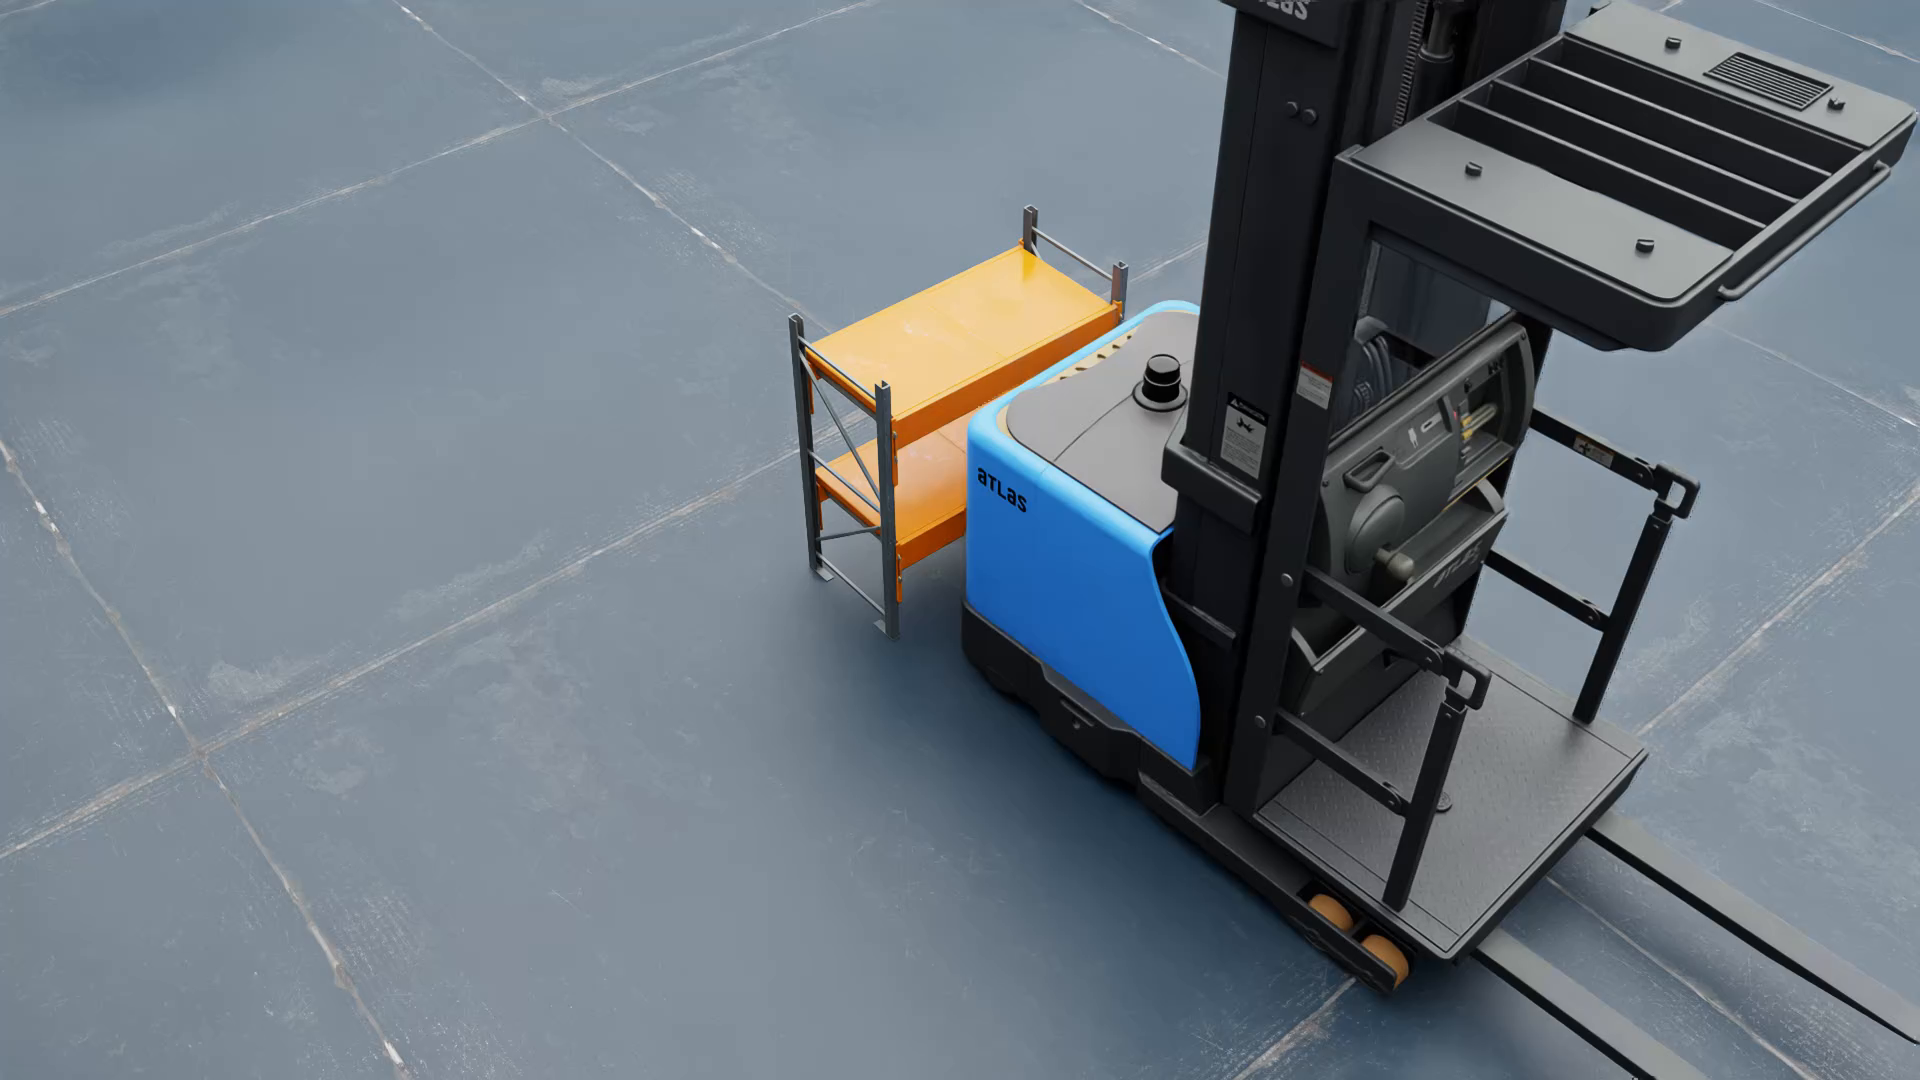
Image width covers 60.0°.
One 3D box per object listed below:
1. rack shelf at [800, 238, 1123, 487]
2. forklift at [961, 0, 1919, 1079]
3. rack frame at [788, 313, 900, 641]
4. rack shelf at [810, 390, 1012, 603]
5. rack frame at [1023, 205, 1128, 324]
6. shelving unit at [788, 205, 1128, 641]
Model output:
[{"bbox_3d":[0.005,-0.626,5.668,1.000,0.278,0.538,-30,51,-28],"label":"rack shelf"},{"bbox_3d":[1.385,-0.155,4.274,1.130,2.935,3.031,-33,52,-30],"label":"forklift"},{"bbox_3d":[-0.385,-0.190,5.630,0.032,1.125,0.500,-30,51,-28],"label":"rack frame"},{"bbox_3d":[0.005,-0.235,6.035,1.000,0.278,0.538,-30,51,-28],"label":"rack shelf"},{"bbox_3d":[0.395,-0.636,6.106,0.032,1.125,0.500,-30,51,-28],"label":"rack frame"},{"bbox_3d":[0.005,-0.413,5.868,1.048,1.125,0.538,-30,51,-28],"label":"shelving unit"}]
